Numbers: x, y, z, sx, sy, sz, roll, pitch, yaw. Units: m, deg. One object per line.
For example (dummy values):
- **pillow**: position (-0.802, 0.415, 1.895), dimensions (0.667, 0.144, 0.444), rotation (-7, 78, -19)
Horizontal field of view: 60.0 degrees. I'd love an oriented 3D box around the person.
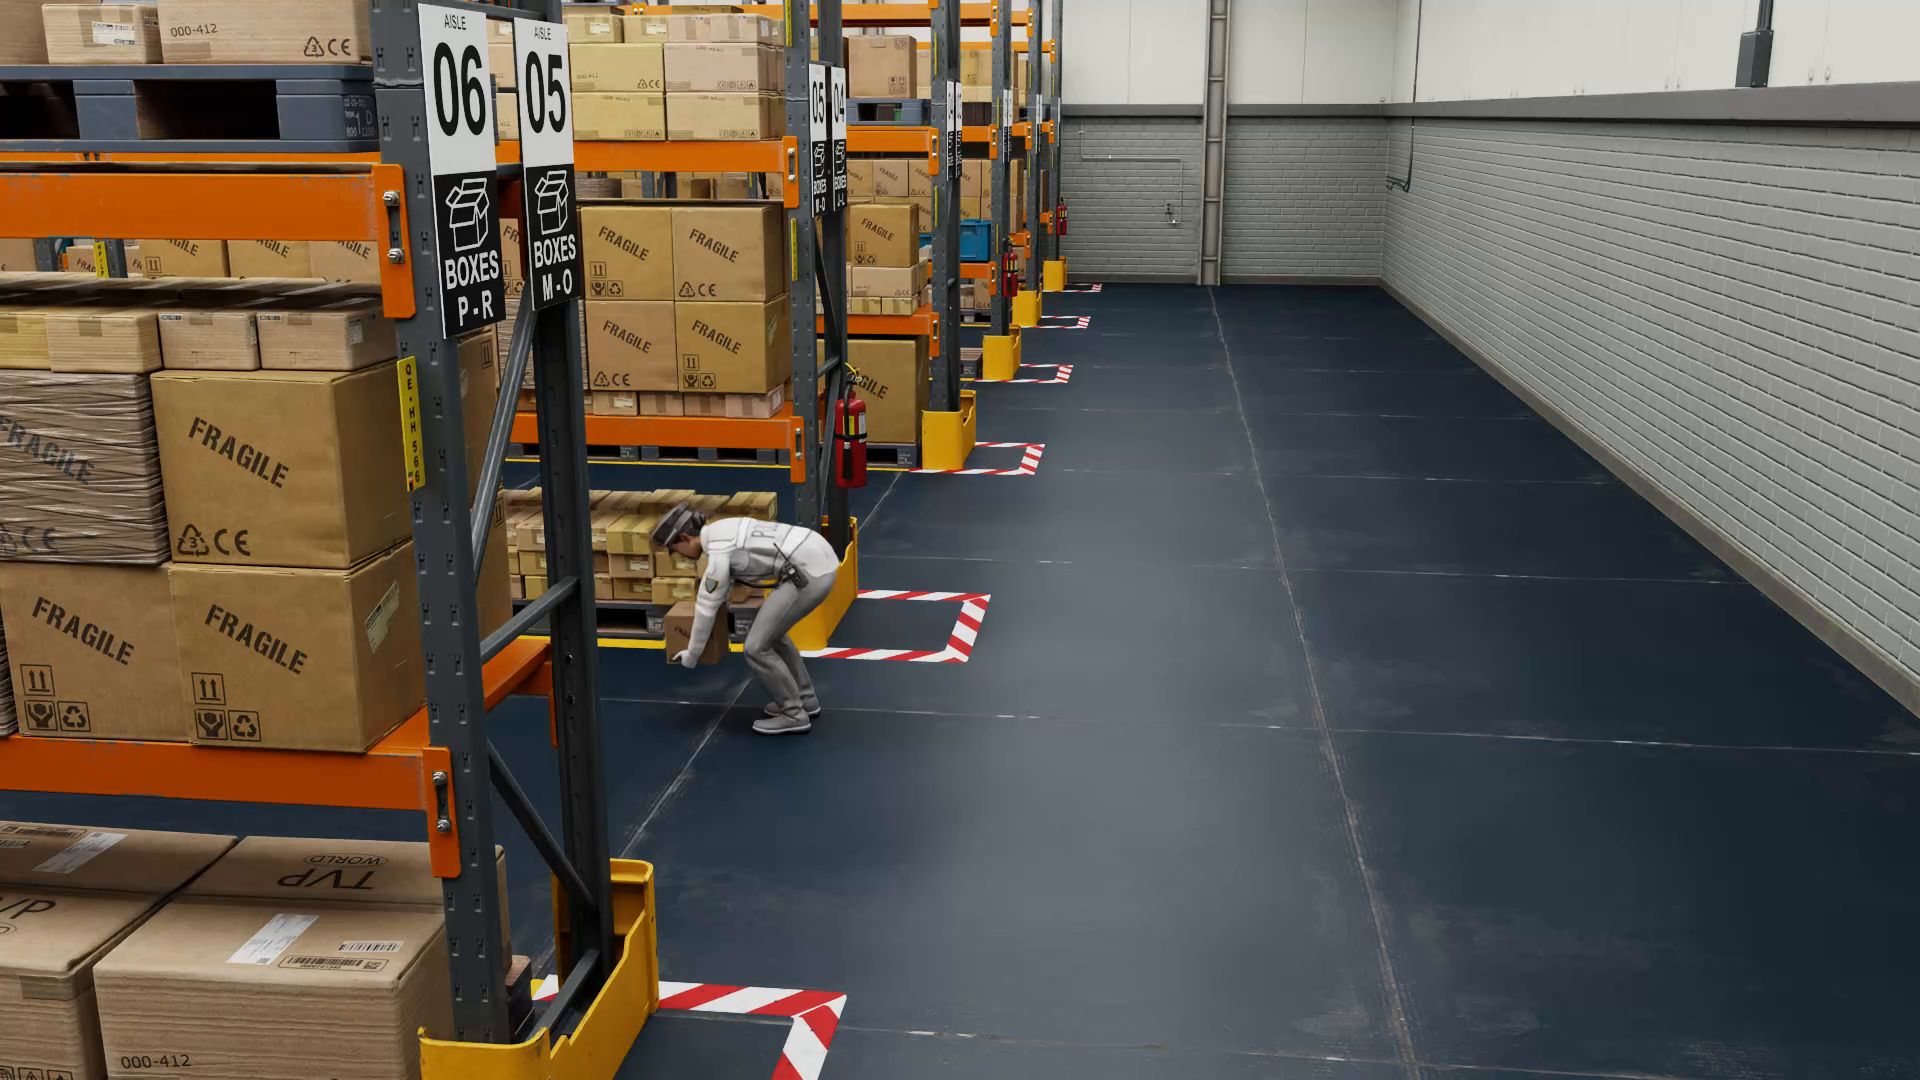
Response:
- **person**: position (-1.051, 0.365, 8.171), dimensions (0.917, 1.127, 0.445), rotation (1, 14, 4)
